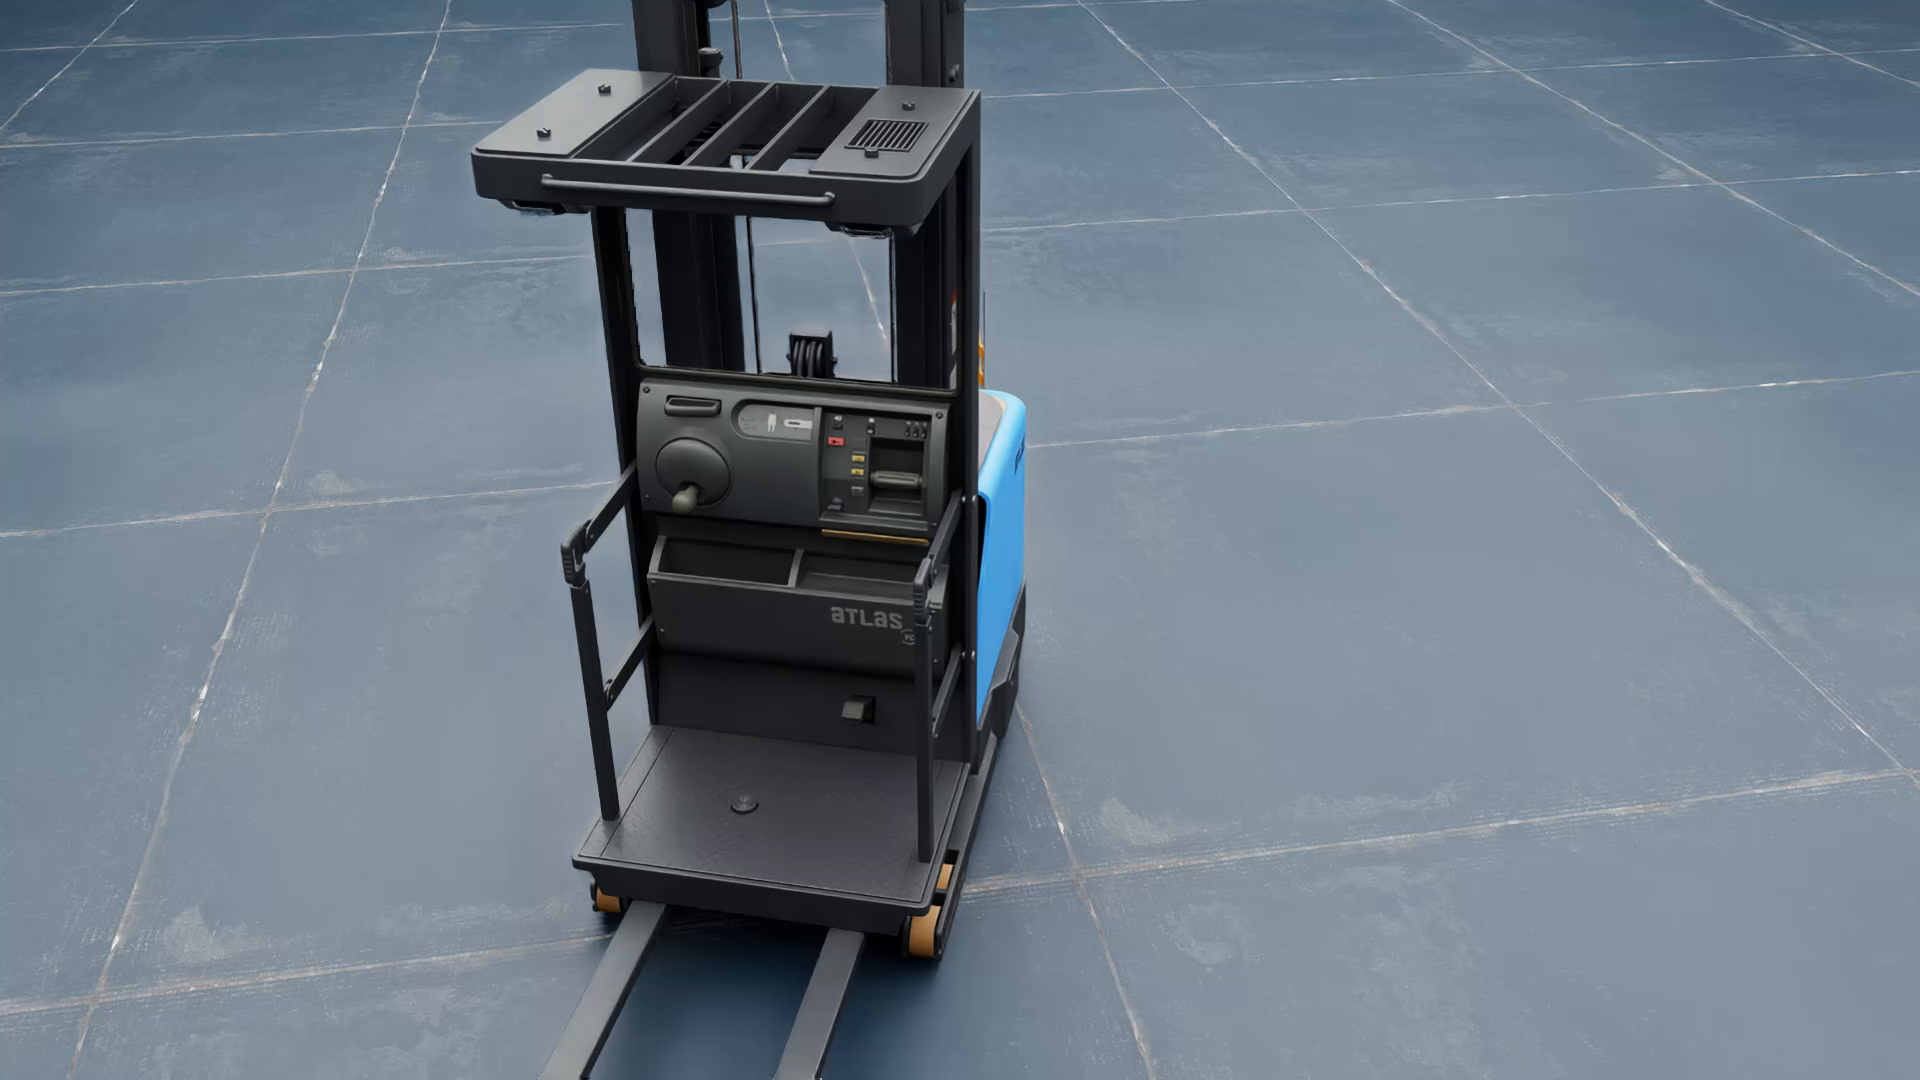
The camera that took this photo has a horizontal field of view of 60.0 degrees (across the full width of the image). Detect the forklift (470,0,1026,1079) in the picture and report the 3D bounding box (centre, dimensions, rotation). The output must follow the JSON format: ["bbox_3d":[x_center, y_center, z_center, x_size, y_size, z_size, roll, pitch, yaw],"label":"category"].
[{"bbox_3d":[-0.535,-0.192,4.684,1.130,2.935,3.031,6,31,10],"label":"forklift"}]

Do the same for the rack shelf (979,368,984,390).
[{"bbox_3d":[-0.014,-0.684,6.844,0.180,0.103,0.258,-5,31,-9],"label":"rack shelf"}]

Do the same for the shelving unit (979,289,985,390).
[{"bbox_3d":[-0.014,-0.516,6.944,0.189,1.200,0.258,-5,31,-9],"label":"shelving unit"}]

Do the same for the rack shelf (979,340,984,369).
[{"bbox_3d":[-0.014,-0.788,6.784,0.180,0.103,0.258,-5,31,-9],"label":"rack shelf"}]

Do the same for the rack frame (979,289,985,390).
[{"bbox_3d":[0.076,-0.524,6.958,0.006,1.200,0.240,-5,31,-9],"label":"rack frame"}]
